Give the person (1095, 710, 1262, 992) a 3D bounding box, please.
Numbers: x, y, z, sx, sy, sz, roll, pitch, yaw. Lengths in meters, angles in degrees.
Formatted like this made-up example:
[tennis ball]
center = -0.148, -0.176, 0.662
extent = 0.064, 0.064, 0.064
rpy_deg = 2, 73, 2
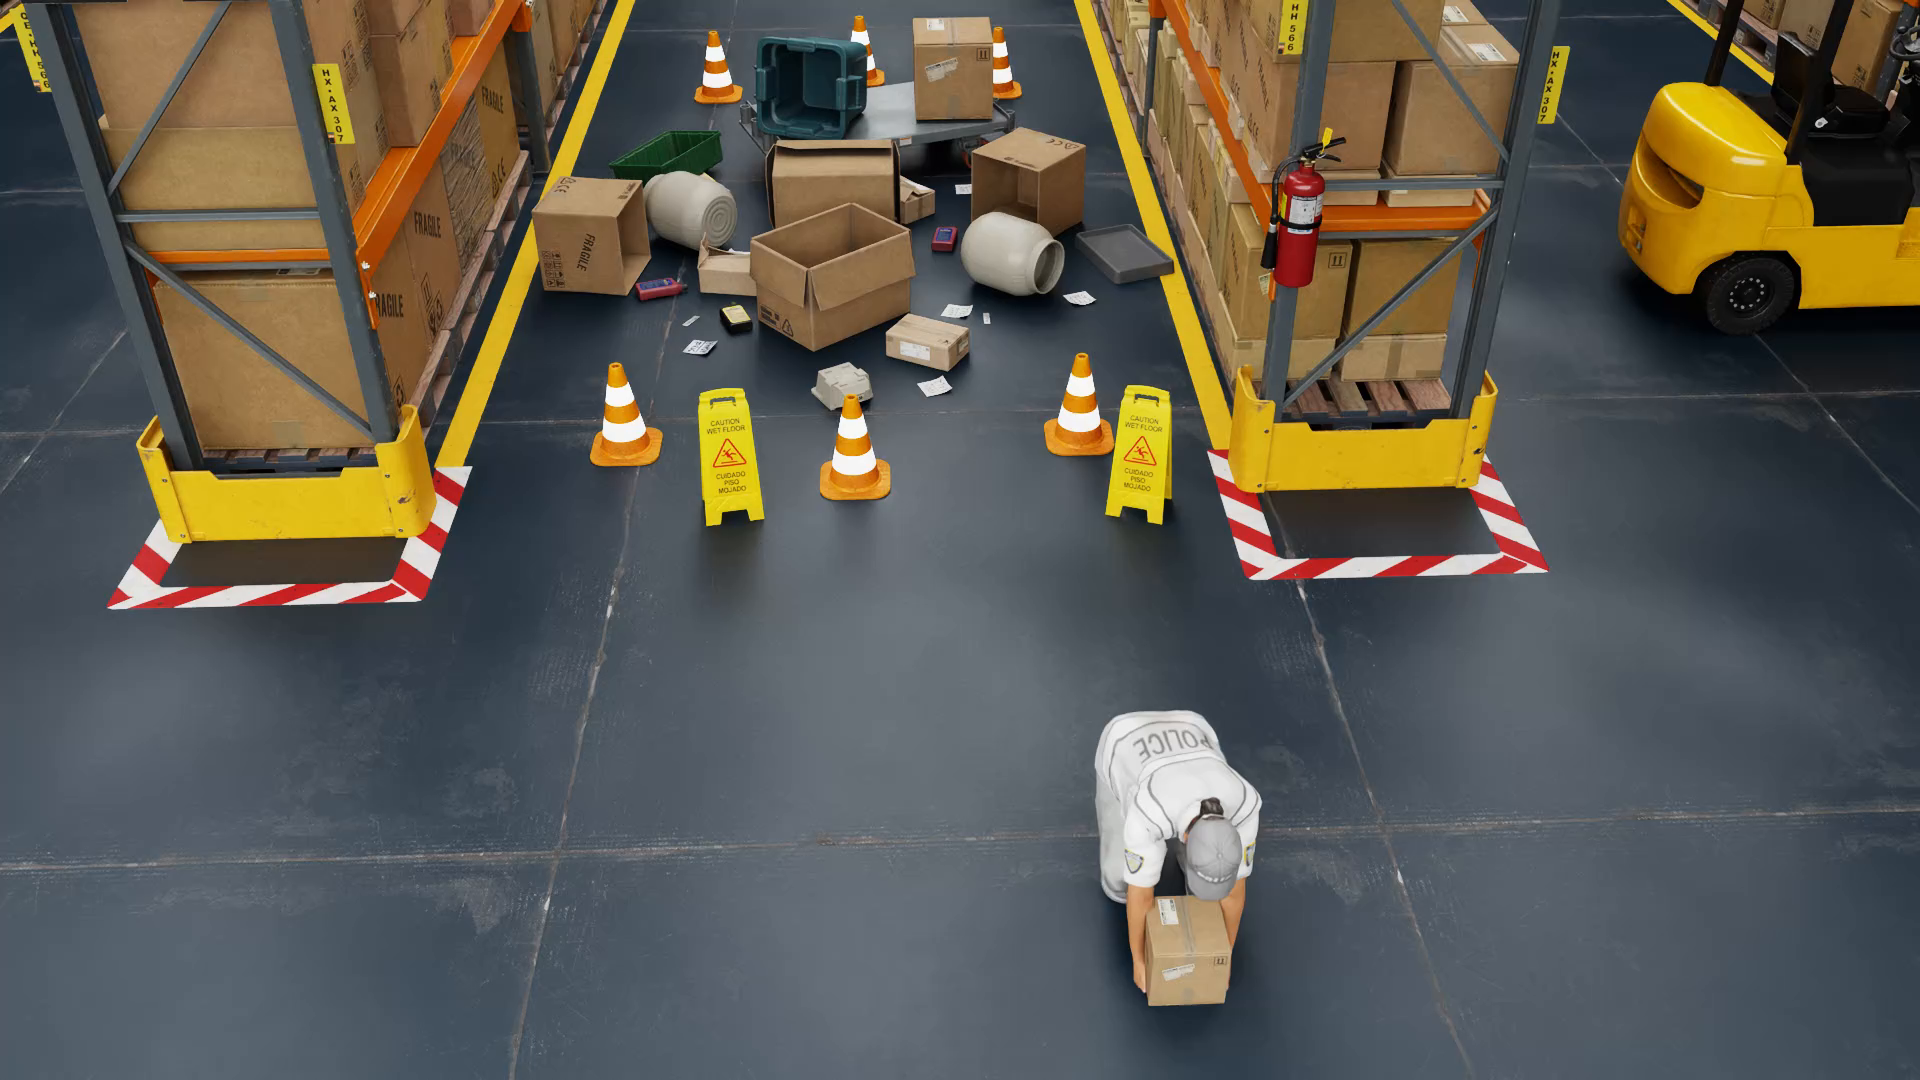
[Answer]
[person]
center = 0.722, 0.994, 5.602
extent = 0.499, 0.806, 0.904
rpy_deg = -2, 35, -3
